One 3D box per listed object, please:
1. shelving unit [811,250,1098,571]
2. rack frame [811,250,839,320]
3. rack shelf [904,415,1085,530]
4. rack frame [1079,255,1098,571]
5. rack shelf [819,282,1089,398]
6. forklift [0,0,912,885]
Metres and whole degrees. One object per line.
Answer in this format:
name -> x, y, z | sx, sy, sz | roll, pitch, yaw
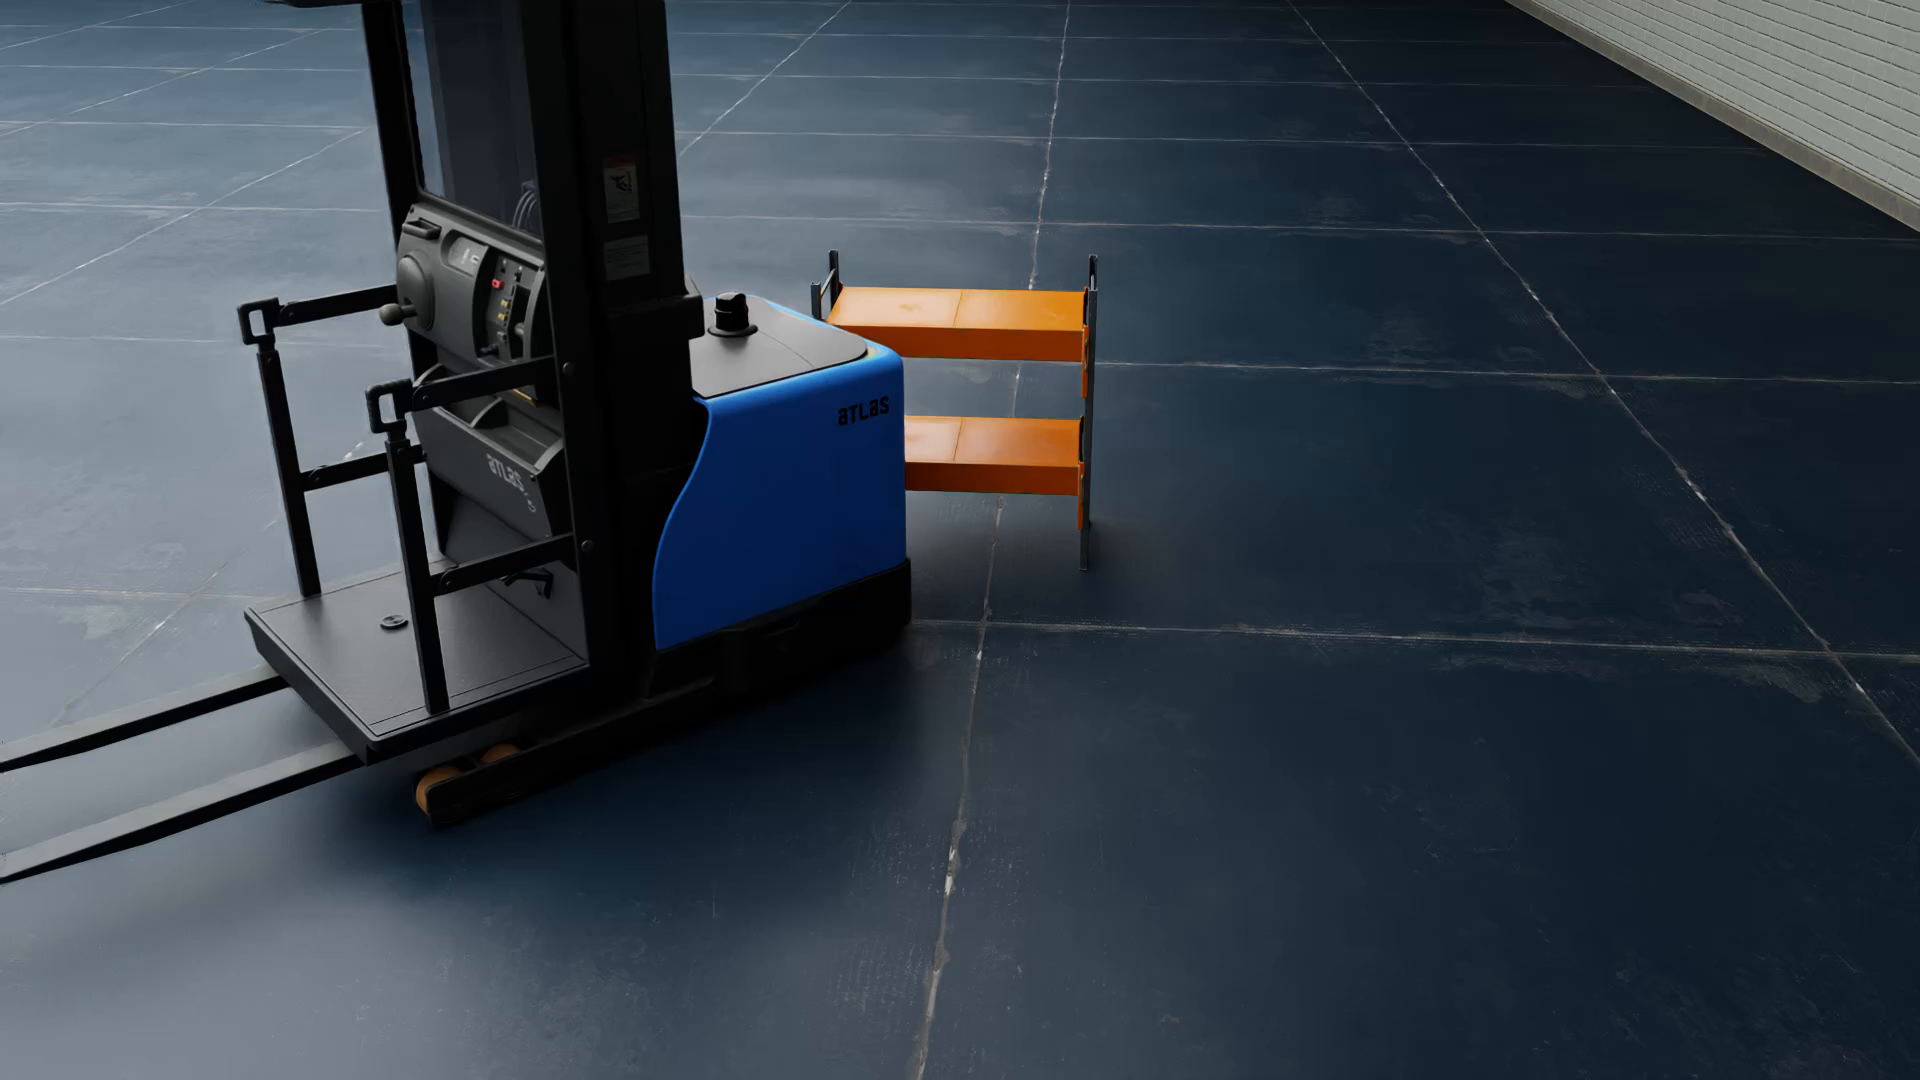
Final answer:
shelving unit -> -0.007, -0.511, 6.515 | 1.048, 1.125, 0.538 | 2, 25, 4
rack frame -> -0.514, -0.527, 6.551 | 0.032, 1.125, 0.500 | 2, 25, 4
rack shelf -> -0.007, -0.289, 6.618 | 1.000, 0.278, 0.538 | 2, 25, 4
rack frame -> 0.500, -0.495, 6.480 | 0.032, 1.125, 0.500 | 2, 25, 4
rack shelf -> -0.007, -0.777, 6.393 | 1.000, 0.278, 0.538 | 2, 25, 4
forklift -> -1.628, -0.741, 4.853 | 3.031, 2.935, 1.130 | -19, 31, -36
